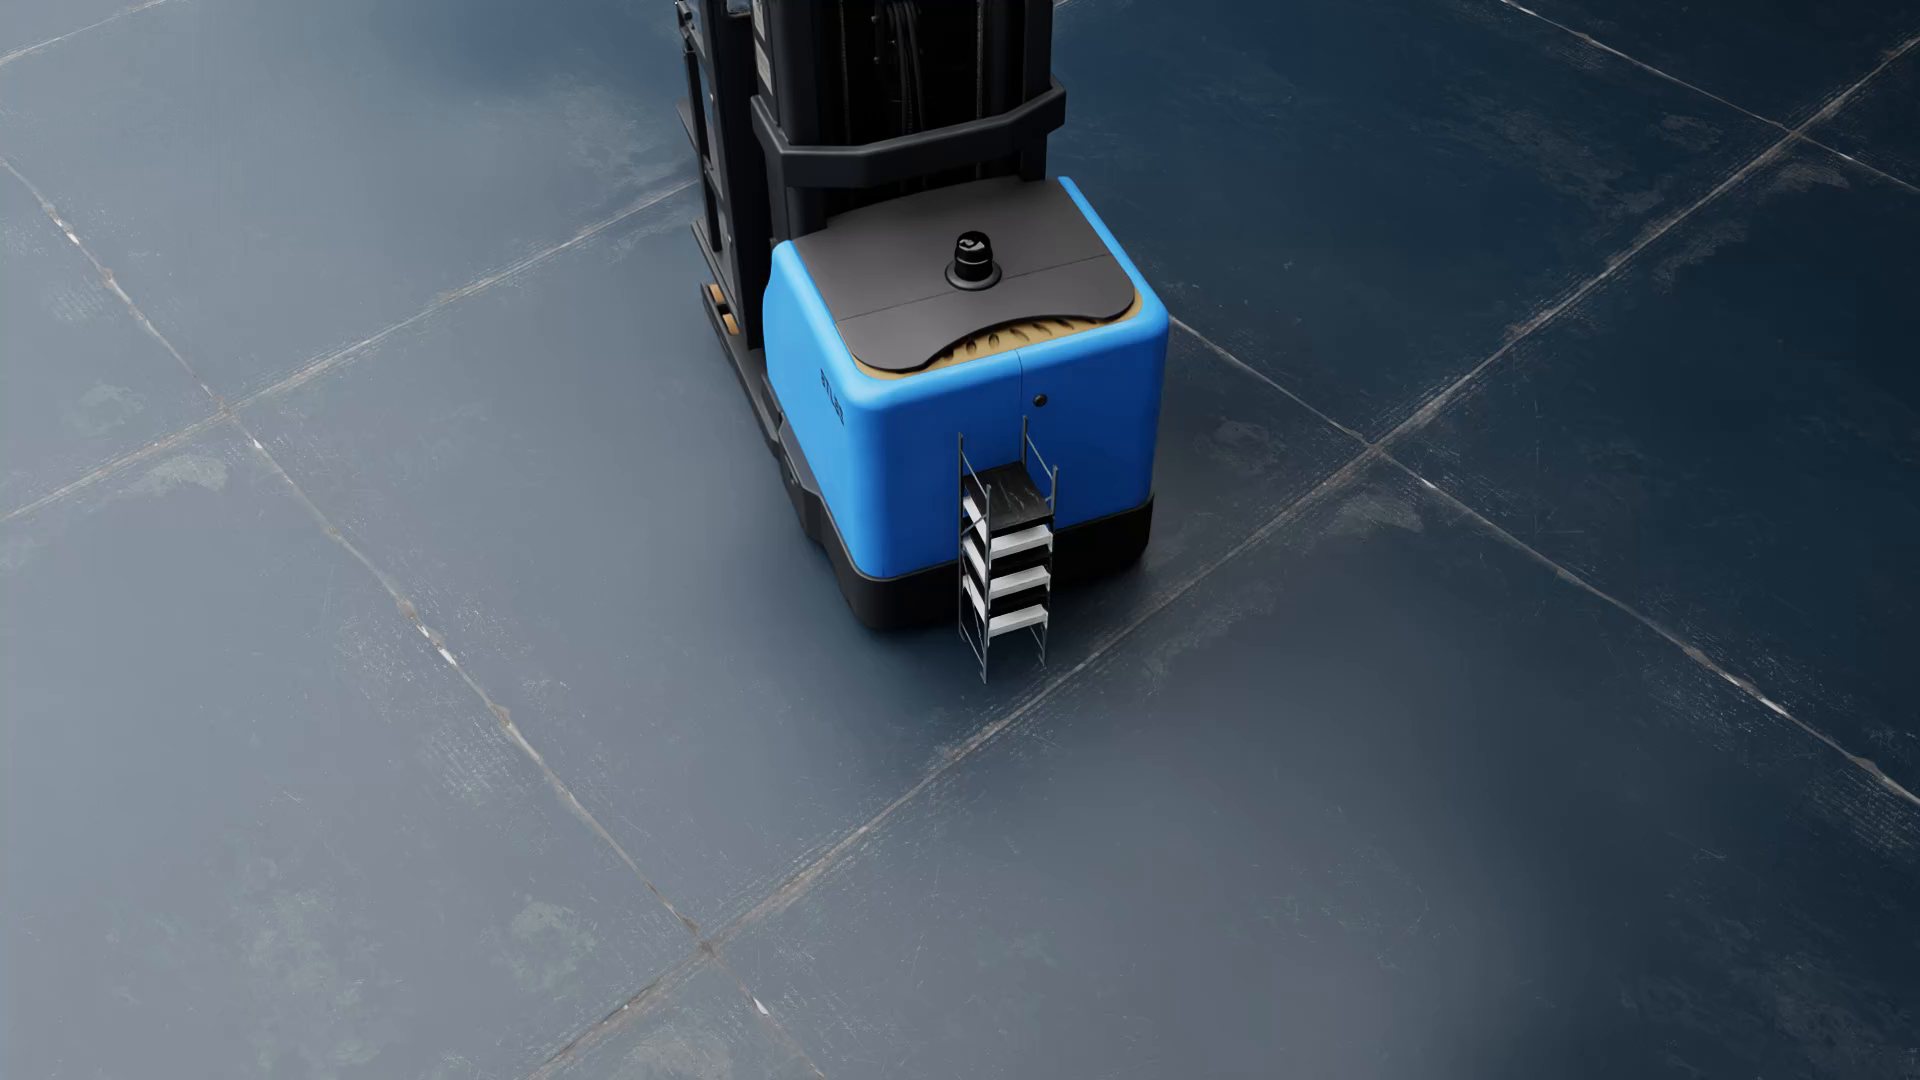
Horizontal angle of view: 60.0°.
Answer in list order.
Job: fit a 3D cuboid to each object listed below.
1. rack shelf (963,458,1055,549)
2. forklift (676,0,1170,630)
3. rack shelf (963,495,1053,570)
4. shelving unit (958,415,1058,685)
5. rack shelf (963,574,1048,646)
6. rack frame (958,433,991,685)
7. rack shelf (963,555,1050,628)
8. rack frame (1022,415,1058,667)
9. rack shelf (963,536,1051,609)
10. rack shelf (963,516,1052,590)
[{"bbox_3d":[0.137,-0.110,4.917,0.200,0.077,0.258,-16,49,-14],"label":"rack shelf"},{"bbox_3d":[-0.365,-1.807,5.423,1.130,2.935,3.031,-16,49,-14],"label":"forklift"},{"bbox_3d":[0.137,-0.049,4.983,0.200,0.077,0.258,-16,49,-14],"label":"rack shelf"},{"bbox_3d":[0.136,0.050,5.091,0.210,0.900,0.258,-16,49,-14],"label":"shelving unit"},{"bbox_3d":[0.136,0.194,5.248,0.200,0.077,0.258,-16,49,-14],"label":"rack shelf"},{"bbox_3d":[0.042,0.077,5.066,0.006,0.900,0.240,-16,49,-14],"label":"rack frame"},{"bbox_3d":[0.136,0.133,5.182,0.200,0.077,0.258,-16,49,-14],"label":"rack shelf"},{"bbox_3d":[0.231,0.023,5.116,0.006,0.900,0.240,-16,49,-14],"label":"rack frame"},{"bbox_3d":[0.136,0.073,5.116,0.200,0.077,0.258,-16,49,-14],"label":"rack shelf"},{"bbox_3d":[0.136,0.012,5.049,0.200,0.077,0.258,-16,49,-14],"label":"rack shelf"}]
